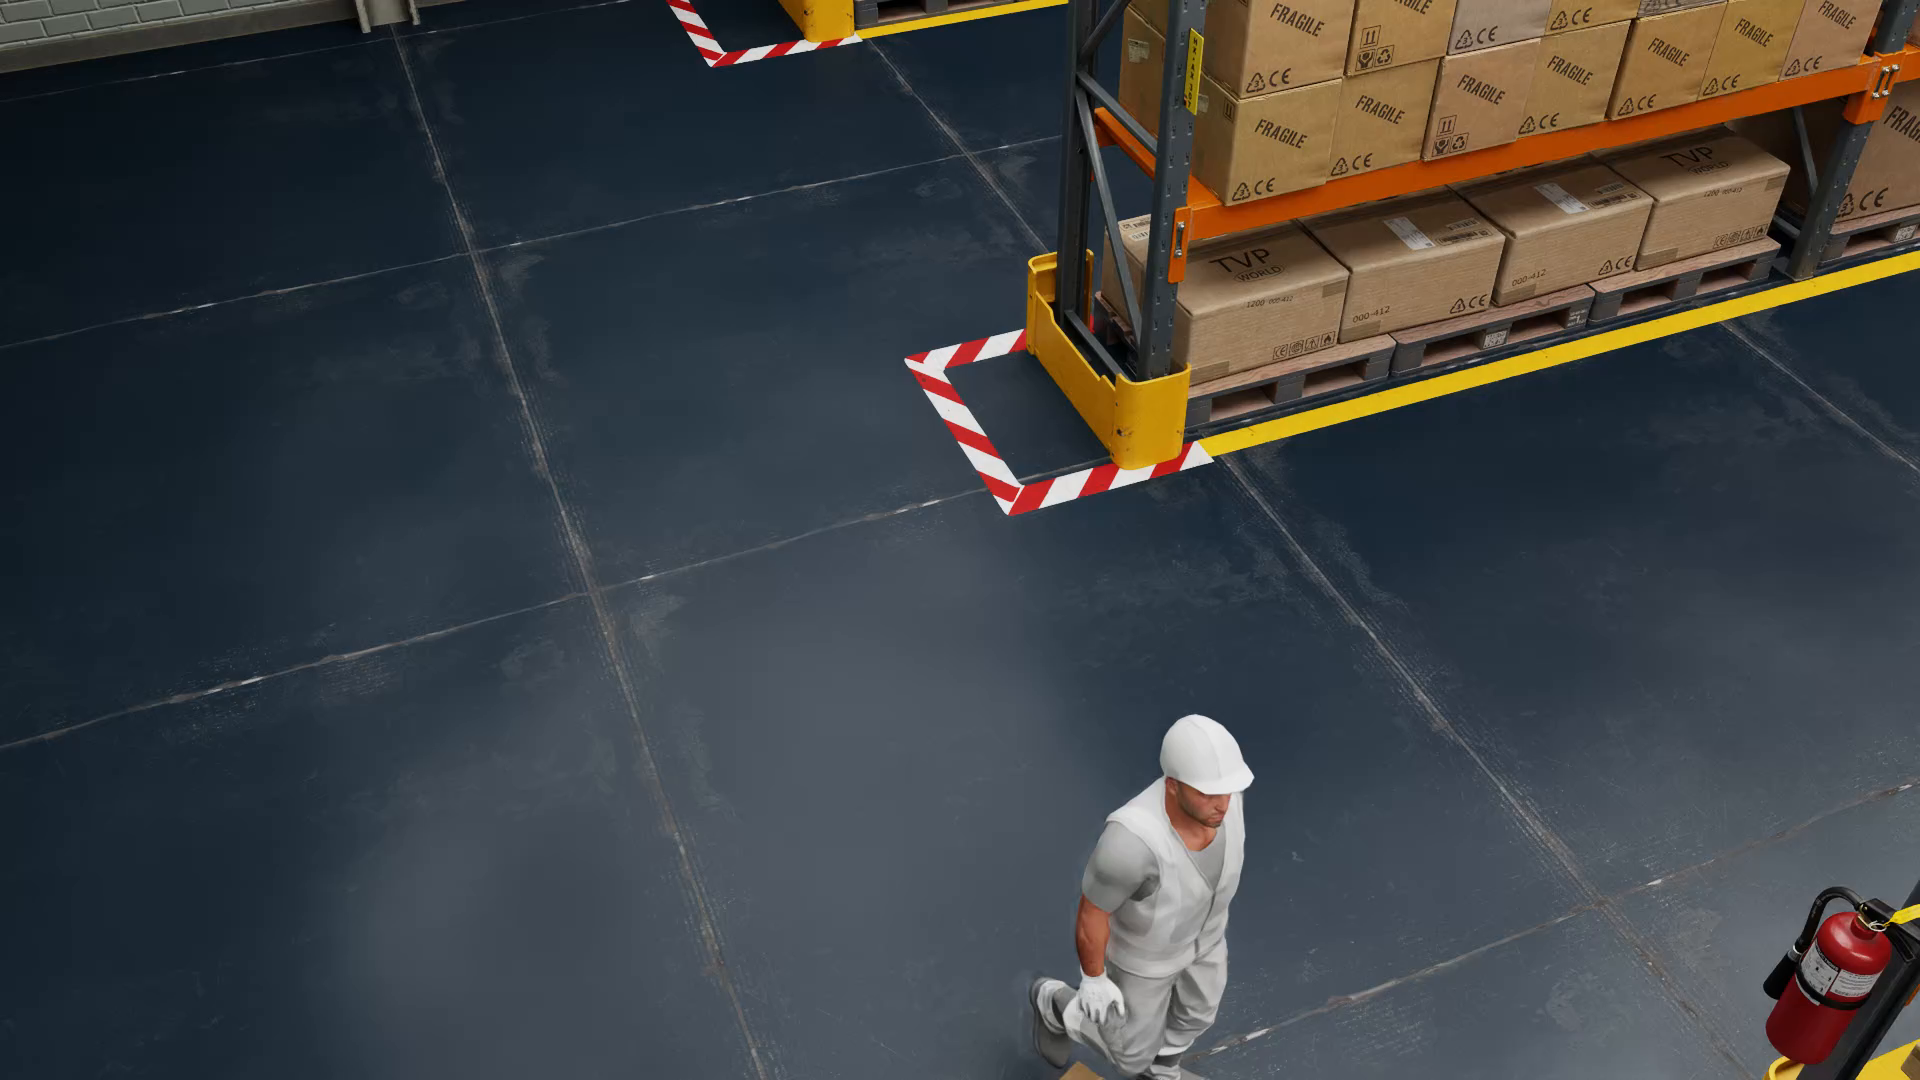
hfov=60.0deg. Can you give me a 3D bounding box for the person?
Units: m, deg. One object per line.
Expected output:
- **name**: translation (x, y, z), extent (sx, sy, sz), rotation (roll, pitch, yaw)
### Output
- **person**: translation (0.509, 1.099, 4.875), extent (0.610, 1.778, 0.614), rotation (-28, 48, -28)
